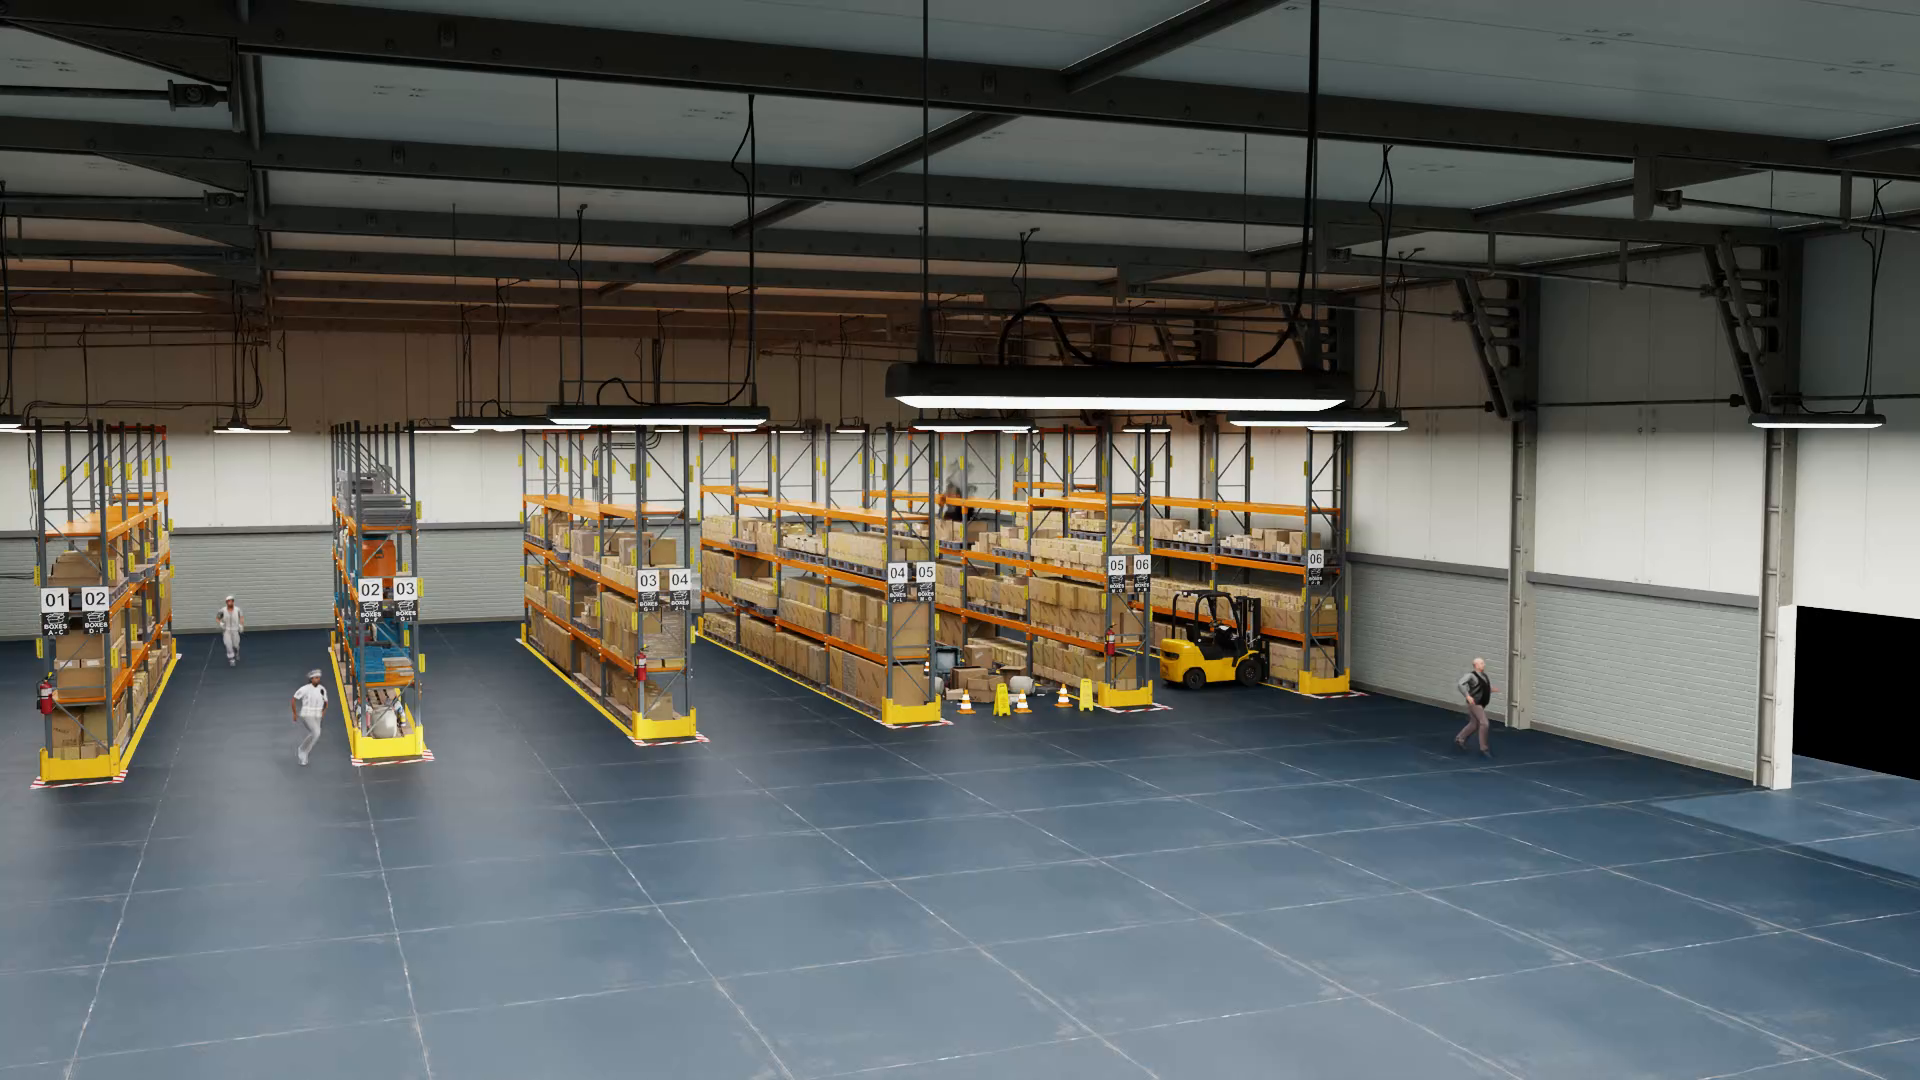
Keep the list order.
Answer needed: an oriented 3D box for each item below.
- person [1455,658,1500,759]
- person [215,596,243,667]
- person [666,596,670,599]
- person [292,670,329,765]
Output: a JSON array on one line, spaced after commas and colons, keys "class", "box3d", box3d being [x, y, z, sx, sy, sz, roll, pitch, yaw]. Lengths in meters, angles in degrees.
[{"class": "person", "box3d": [9.253, 2.999, 29.796, 0.820, 1.779, 0.645, 3, 5, 40]}, {"class": "person", "box3d": [-18.162, 2.270, 41.368, 0.642, 1.754, 0.638, -2, 4, -29]}, {"class": "person", "box3d": [-8.733, 1.898, 47.656, 0.751, 1.695, 0.522, 1, 4, 21]}, {"class": "person", "box3d": [-11.267, 3.085, 29.014, 0.570, 1.628, 0.592, 3, 4, 37]}]
